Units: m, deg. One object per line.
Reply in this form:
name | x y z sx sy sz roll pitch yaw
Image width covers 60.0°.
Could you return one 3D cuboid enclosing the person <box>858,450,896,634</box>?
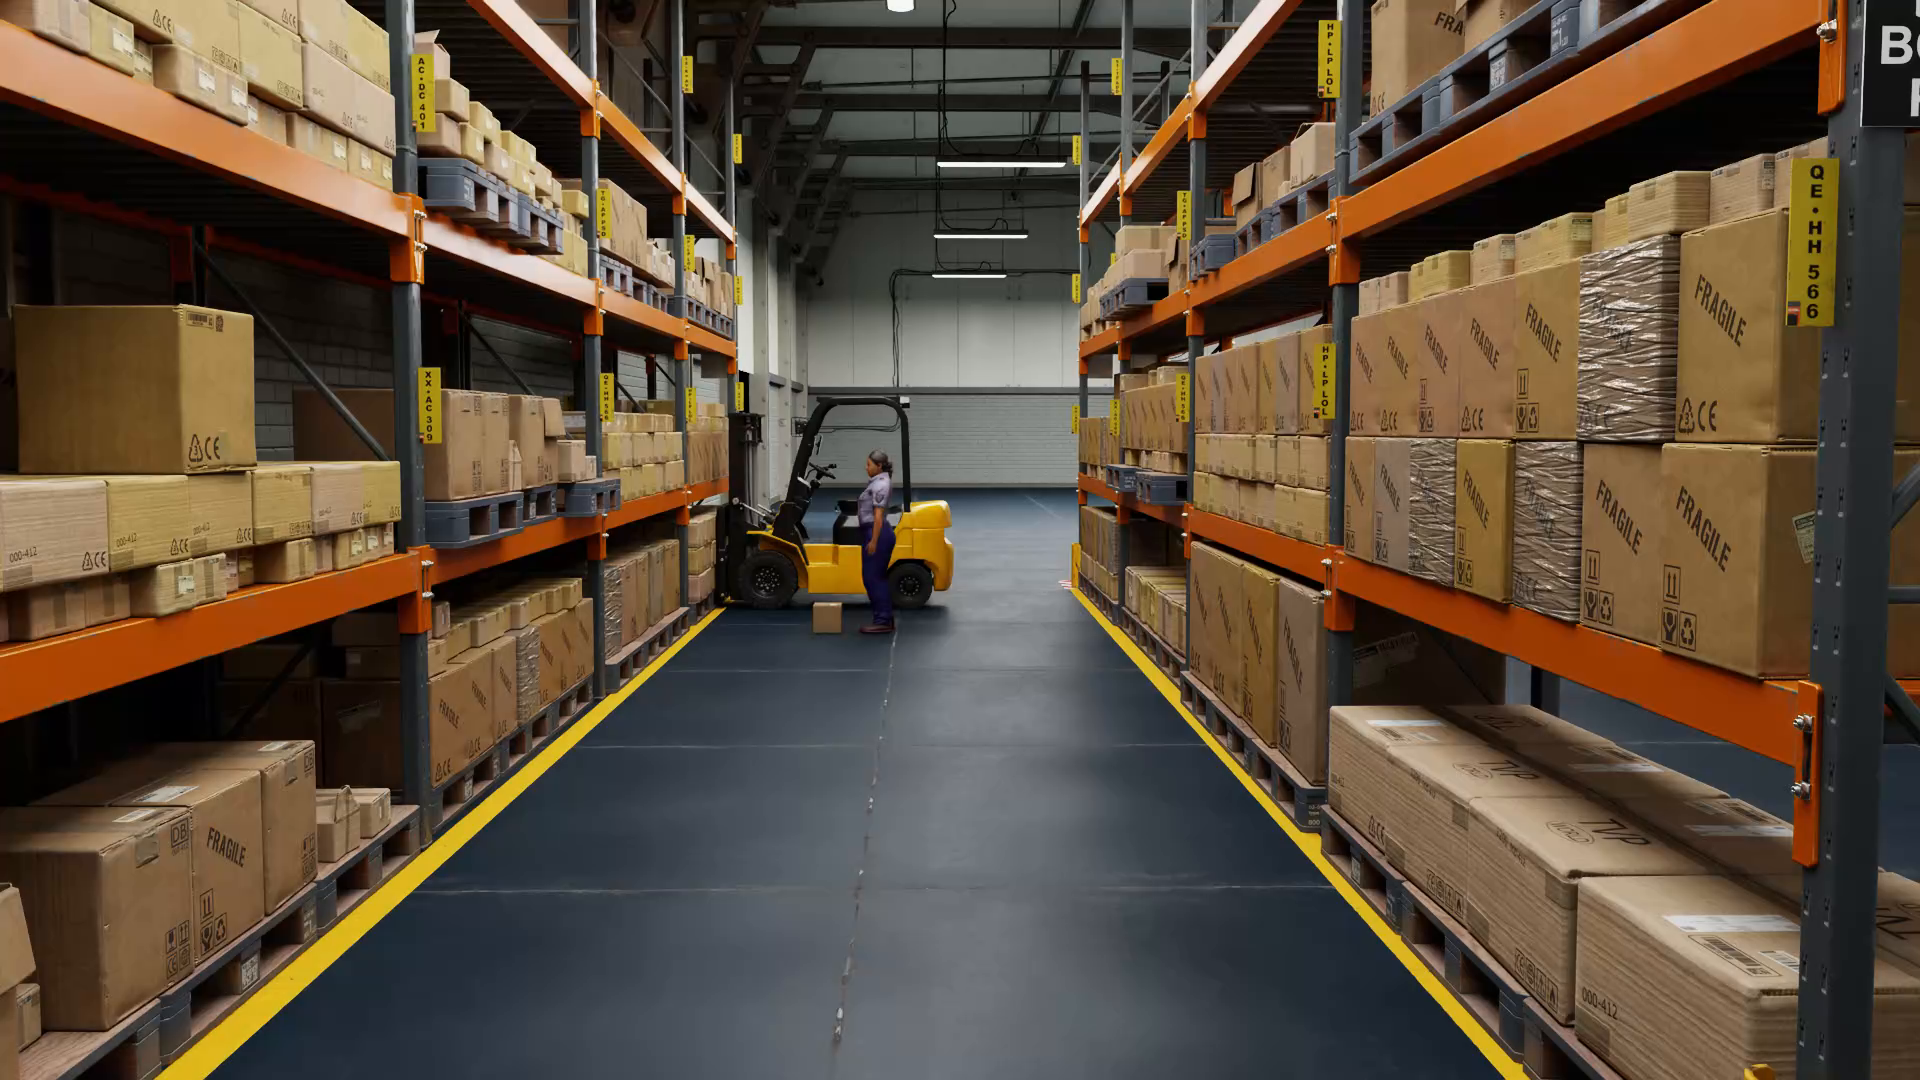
person | -0.750 0.071 14.972 0.342 1.533 0.470 0 4 0
